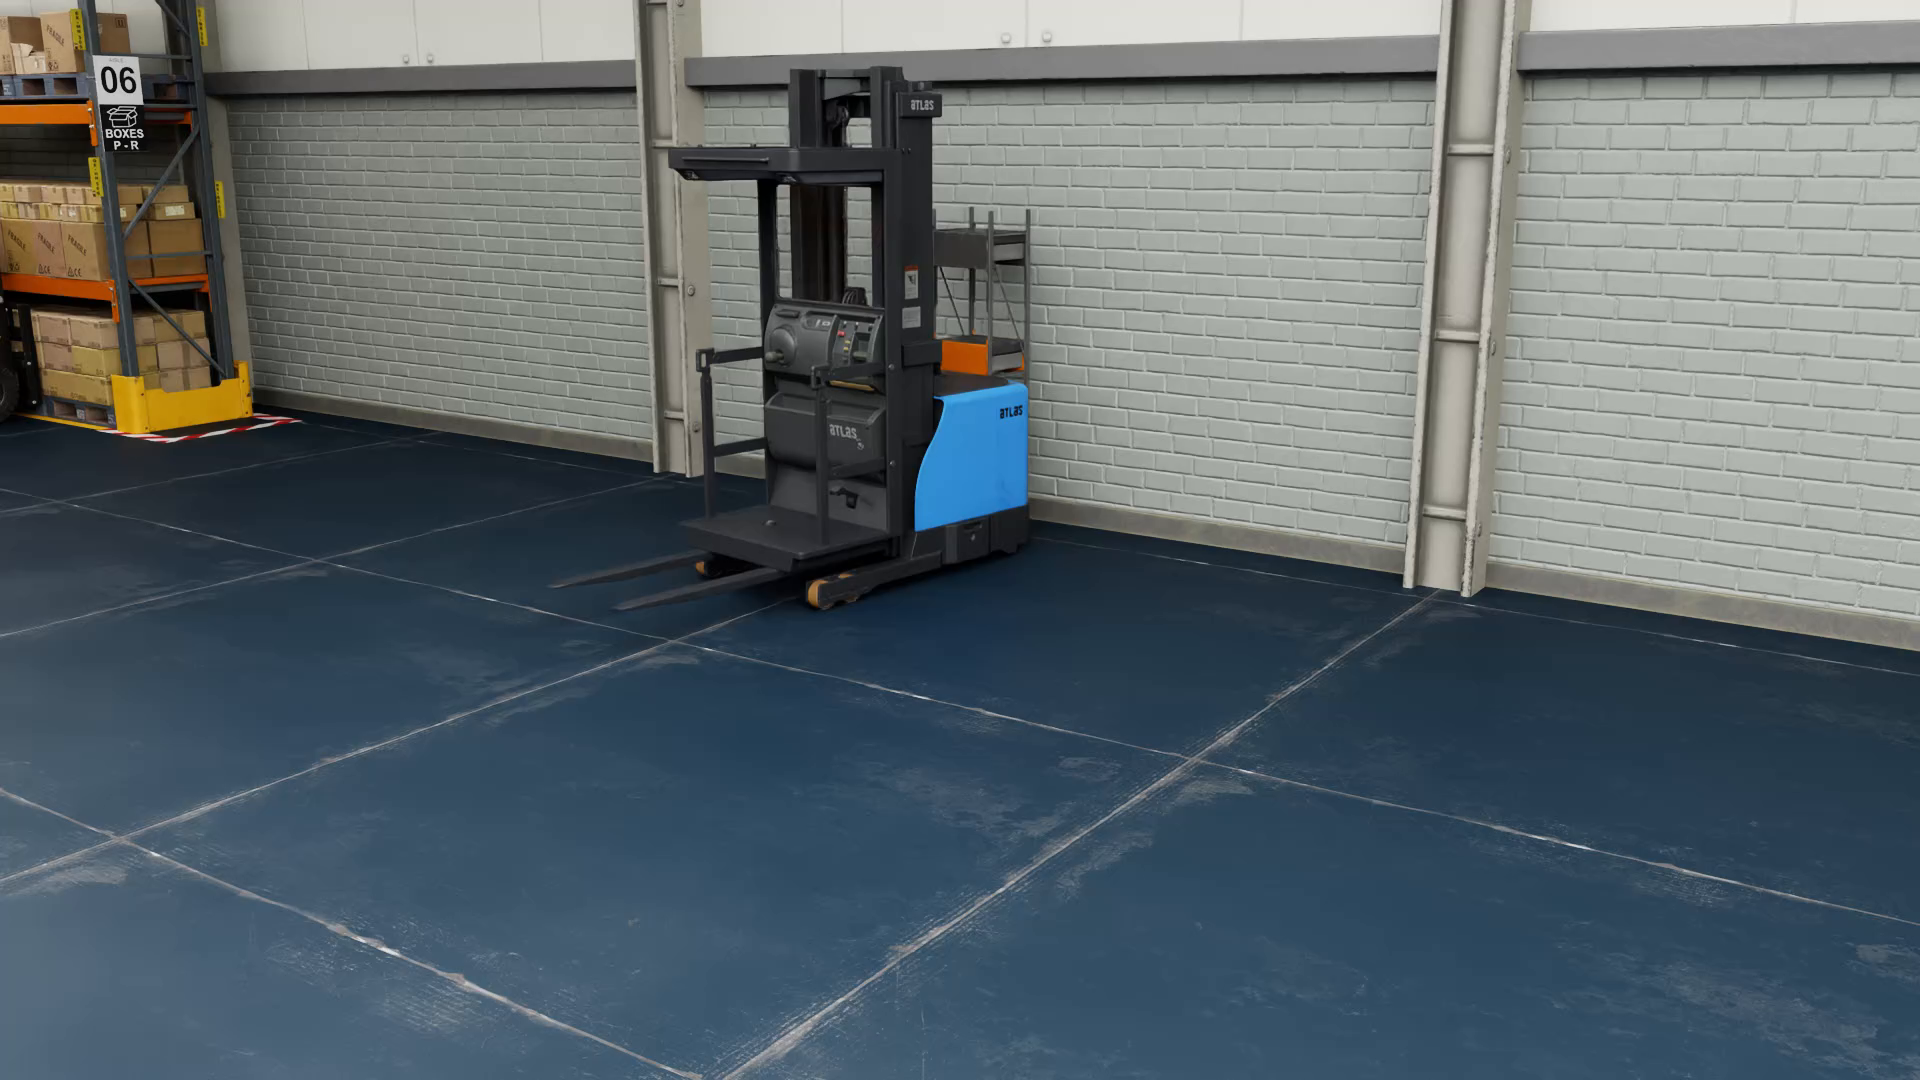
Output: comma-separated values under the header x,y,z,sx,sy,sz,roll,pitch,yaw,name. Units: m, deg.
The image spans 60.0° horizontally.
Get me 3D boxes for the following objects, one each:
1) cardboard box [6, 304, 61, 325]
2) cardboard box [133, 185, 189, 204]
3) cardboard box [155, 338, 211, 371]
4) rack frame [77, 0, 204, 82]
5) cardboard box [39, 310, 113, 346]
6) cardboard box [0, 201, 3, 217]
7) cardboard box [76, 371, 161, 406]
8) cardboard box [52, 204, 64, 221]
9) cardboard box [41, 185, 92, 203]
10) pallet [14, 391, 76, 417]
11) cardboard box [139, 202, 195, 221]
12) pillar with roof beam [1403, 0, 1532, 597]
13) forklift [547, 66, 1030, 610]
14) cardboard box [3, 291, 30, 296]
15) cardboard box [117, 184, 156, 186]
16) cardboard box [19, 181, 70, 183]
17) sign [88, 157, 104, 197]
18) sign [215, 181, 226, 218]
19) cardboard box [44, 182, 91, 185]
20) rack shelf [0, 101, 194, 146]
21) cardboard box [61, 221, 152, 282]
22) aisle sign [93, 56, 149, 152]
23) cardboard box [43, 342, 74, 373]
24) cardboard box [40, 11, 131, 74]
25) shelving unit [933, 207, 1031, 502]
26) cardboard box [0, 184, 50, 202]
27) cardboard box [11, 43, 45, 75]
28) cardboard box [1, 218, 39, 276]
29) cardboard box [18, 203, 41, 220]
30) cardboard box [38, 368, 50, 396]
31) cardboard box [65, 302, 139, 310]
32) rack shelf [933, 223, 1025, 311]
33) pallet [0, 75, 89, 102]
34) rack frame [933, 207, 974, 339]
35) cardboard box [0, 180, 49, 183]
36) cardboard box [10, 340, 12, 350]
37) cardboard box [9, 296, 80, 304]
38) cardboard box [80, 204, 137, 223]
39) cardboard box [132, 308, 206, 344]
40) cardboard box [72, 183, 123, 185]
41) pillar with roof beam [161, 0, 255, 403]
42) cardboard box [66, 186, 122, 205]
x,y,z,sx,sy,sz,roll,pitch,yaw,name
-8.871,-2.079,15.747,0.500,0.250,0.500,9,16,32,cardboard box
-7.206,-3.118,14.999,0.250,0.149,0.380,9,16,32,cardboard box
-7.321,-1.739,15.413,0.500,0.250,0.500,10,17,34,cardboard box
-7.047,-5.435,14.050,0.127,3.000,1.000,9,17,33,rack frame
-8.030,-1.944,15.201,0.500,0.250,0.500,10,17,34,cardboard box
-8.726,-3.095,15.526,0.250,0.149,0.380,9,17,32,cardboard box
-7.613,-1.392,15.051,0.500,0.250,0.500,9,17,33,cardboard box
-7.901,-2.952,14.948,0.250,0.149,0.380,10,17,34,cardboard box
-8.081,-3.141,15.093,0.250,0.149,0.380,9,17,33,cardboard box
-8.713,-1.427,16.148,1.213,0.211,1.003,9,17,33,pallet
-7.184,-2.983,15.074,0.250,0.149,0.380,9,16,31,cardboard box
0.433,-3.240,5.185,0.400,9.000,9.100,9,17,33,pillar with roof beam
-0.936,-1.174,9.464,1.130,2.935,3.031,13,19,42,forklift
-9.850,-2.386,16.987,0.500,0.250,0.500,10,17,34,cardboard box
-7.632,-3.192,15.300,0.250,0.149,0.380,10,17,34,cardboard box
-8.888,-3.406,16.163,0.250,0.149,0.380,9,16,32,cardboard box
-7.361,-3.093,14.174,0.005,0.325,0.100,9,17,33,sign
-6.732,-3.091,15.101,0.005,0.325,0.100,9,17,33,sign
-8.474,-3.331,15.860,0.250,0.149,0.380,9,17,33,cardboard box
-8.706,-3.898,15.581,4.000,0.370,1.077,9,17,33,rack shelf
-7.602,-2.585,14.814,0.500,0.500,0.500,9,16,32,cardboard box
-7.156,-3.717,14.186,0.004,0.787,0.394,9,17,33,aisle sign
-8.035,-1.707,15.283,0.500,0.250,0.500,9,17,32,cardboard box
-7.550,-4.290,14.380,0.500,0.500,0.500,10,17,35,cardboard box
0.134,-1.107,10.924,0.503,2.100,0.431,12,18,41,shelving unit
-8.577,-3.188,15.280,0.250,0.149,0.380,10,17,34,cardboard box
-8.114,-4.250,14.706,0.258,0.266,0.396,9,17,33,cardboard box
-8.453,-2.725,15.380,0.500,0.500,0.500,9,16,32,cardboard box
-8.348,-3.014,15.198,0.250,0.149,0.380,9,16,31,cardboard box
-8.431,-1.529,15.606,0.500,0.250,0.500,9,17,33,cardboard box
-8.166,-2.115,15.891,0.500,0.250,0.500,9,17,32,cardboard box
0.134,-1.773,10.759,0.480,0.518,0.431,12,18,41,rack shelf
-8.636,-4.199,15.485,1.213,0.211,1.003,9,17,33,pallet
-0.047,-1.146,11.084,0.015,2.100,0.400,12,18,41,rack frame
-9.278,-3.488,16.496,0.250,0.149,0.380,9,16,32,cardboard box
-8.889,-1.840,15.820,0.500,0.250,0.500,9,17,33,cardboard box
-9.009,-2.251,16.440,0.500,0.250,0.500,9,17,33,cardboard box
-7.491,-2.877,14.643,0.250,0.149,0.380,9,17,34,cardboard box
-7.340,-1.979,15.344,0.500,0.250,0.500,9,16,32,cardboard box
-8.061,-3.259,15.569,0.250,0.149,0.380,10,17,35,cardboard box
-9.524,-4.849,11.686,0.400,9.000,9.100,9,17,33,pillar with roof beam
-7.684,-3.063,14.778,0.250,0.149,0.380,9,17,33,cardboard box
